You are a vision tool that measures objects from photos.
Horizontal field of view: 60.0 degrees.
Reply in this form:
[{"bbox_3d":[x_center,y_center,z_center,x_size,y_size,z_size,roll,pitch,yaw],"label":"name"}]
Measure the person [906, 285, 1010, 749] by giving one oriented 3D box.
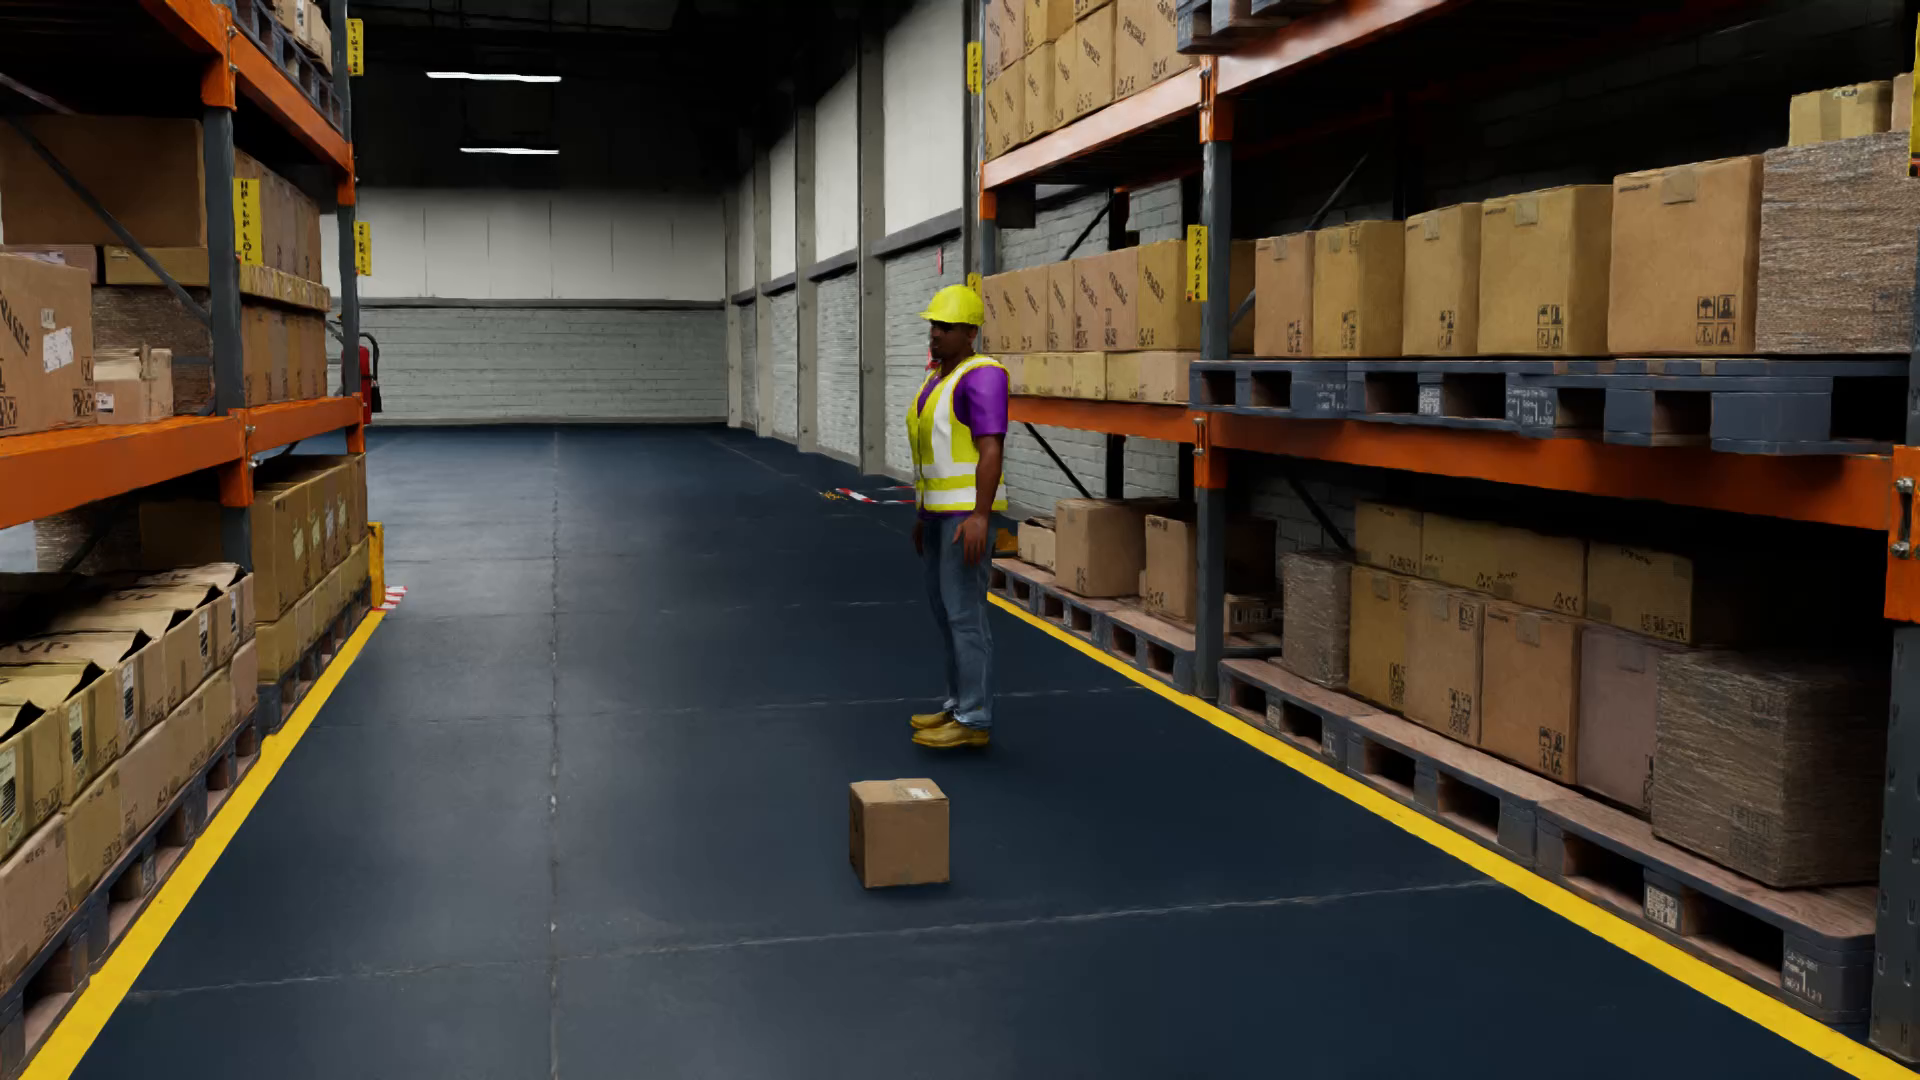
[{"bbox_3d":[-0.035,-0.092,6.434,0.386,1.774,0.646,-2,6,-20],"label":"person"}]
